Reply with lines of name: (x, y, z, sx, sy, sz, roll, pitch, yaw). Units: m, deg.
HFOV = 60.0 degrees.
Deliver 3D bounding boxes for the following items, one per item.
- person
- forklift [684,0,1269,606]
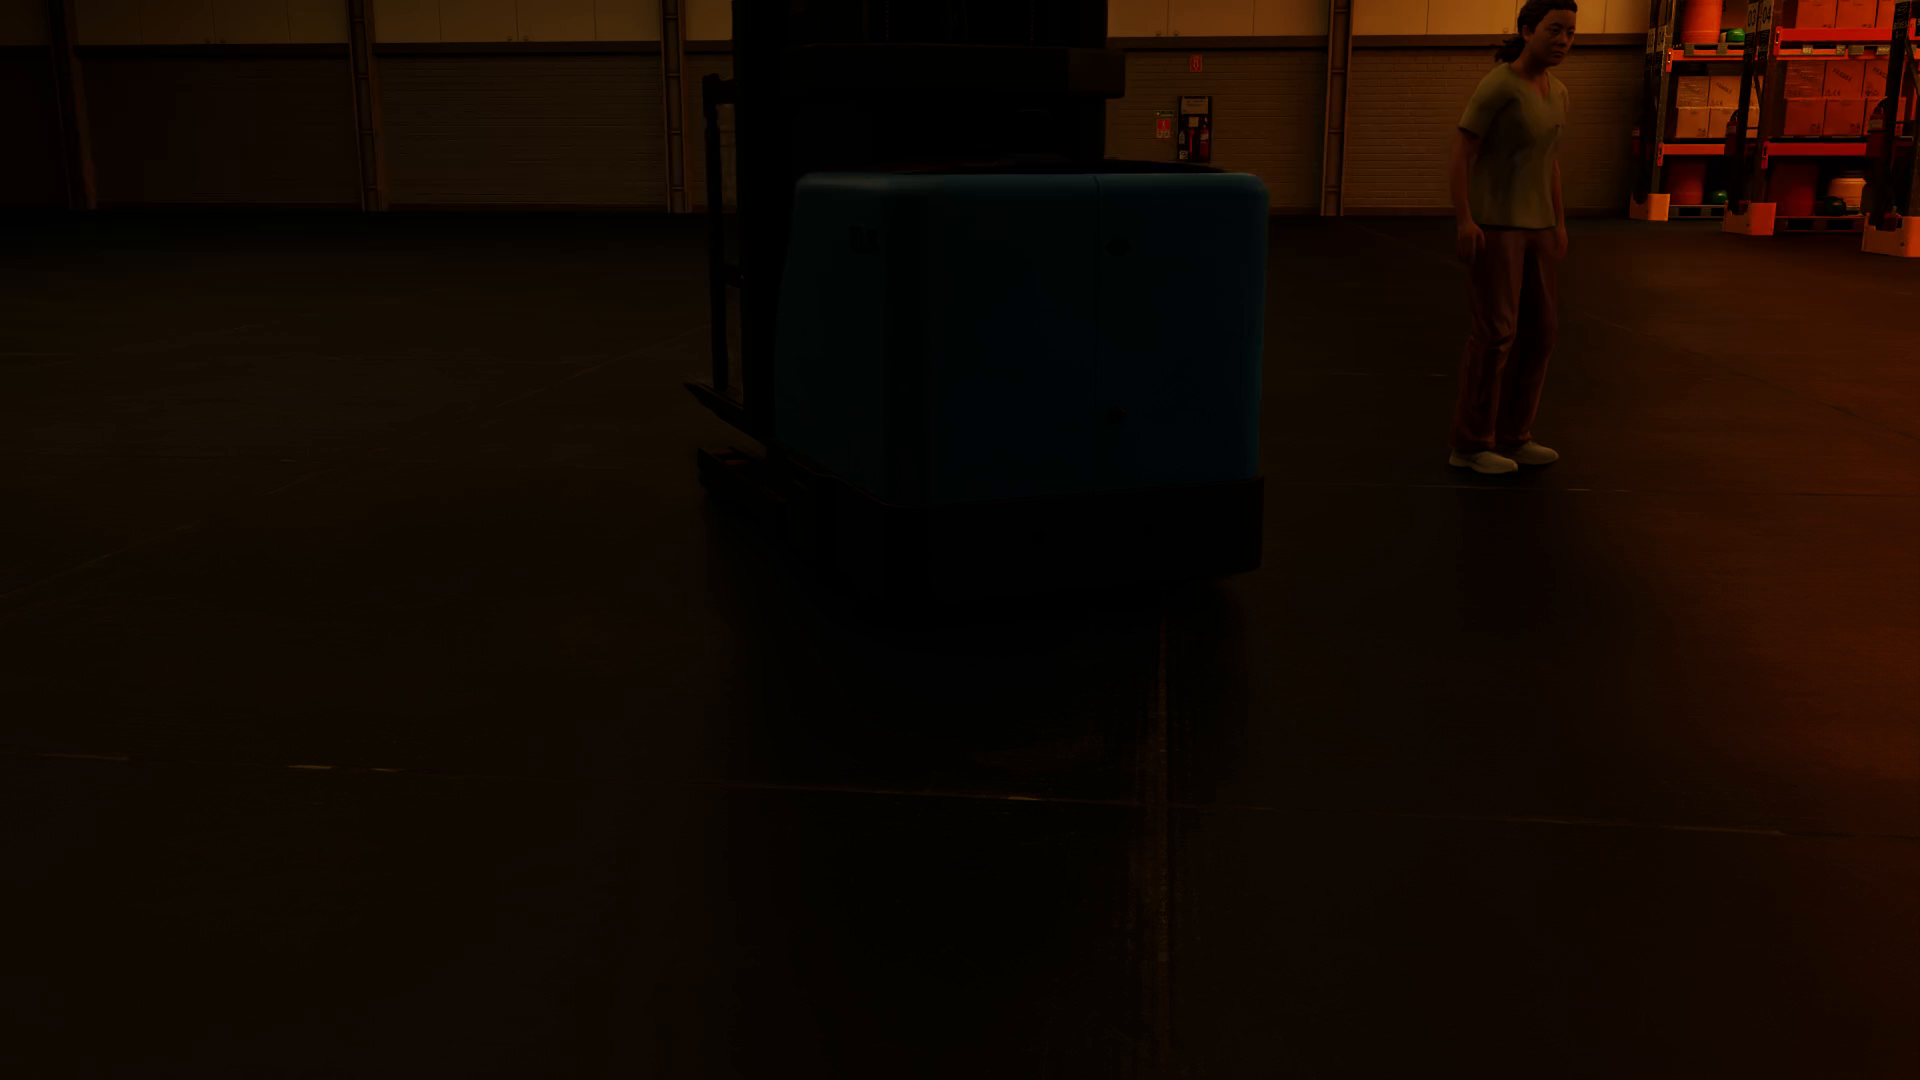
person: (1.997, -1.078, 5.935, 0.557, 1.650, 0.387, -9, 16, -32)
forklift: (-0.230, -1.558, 5.171, 1.130, 2.935, 3.031, -5, 14, -21)
